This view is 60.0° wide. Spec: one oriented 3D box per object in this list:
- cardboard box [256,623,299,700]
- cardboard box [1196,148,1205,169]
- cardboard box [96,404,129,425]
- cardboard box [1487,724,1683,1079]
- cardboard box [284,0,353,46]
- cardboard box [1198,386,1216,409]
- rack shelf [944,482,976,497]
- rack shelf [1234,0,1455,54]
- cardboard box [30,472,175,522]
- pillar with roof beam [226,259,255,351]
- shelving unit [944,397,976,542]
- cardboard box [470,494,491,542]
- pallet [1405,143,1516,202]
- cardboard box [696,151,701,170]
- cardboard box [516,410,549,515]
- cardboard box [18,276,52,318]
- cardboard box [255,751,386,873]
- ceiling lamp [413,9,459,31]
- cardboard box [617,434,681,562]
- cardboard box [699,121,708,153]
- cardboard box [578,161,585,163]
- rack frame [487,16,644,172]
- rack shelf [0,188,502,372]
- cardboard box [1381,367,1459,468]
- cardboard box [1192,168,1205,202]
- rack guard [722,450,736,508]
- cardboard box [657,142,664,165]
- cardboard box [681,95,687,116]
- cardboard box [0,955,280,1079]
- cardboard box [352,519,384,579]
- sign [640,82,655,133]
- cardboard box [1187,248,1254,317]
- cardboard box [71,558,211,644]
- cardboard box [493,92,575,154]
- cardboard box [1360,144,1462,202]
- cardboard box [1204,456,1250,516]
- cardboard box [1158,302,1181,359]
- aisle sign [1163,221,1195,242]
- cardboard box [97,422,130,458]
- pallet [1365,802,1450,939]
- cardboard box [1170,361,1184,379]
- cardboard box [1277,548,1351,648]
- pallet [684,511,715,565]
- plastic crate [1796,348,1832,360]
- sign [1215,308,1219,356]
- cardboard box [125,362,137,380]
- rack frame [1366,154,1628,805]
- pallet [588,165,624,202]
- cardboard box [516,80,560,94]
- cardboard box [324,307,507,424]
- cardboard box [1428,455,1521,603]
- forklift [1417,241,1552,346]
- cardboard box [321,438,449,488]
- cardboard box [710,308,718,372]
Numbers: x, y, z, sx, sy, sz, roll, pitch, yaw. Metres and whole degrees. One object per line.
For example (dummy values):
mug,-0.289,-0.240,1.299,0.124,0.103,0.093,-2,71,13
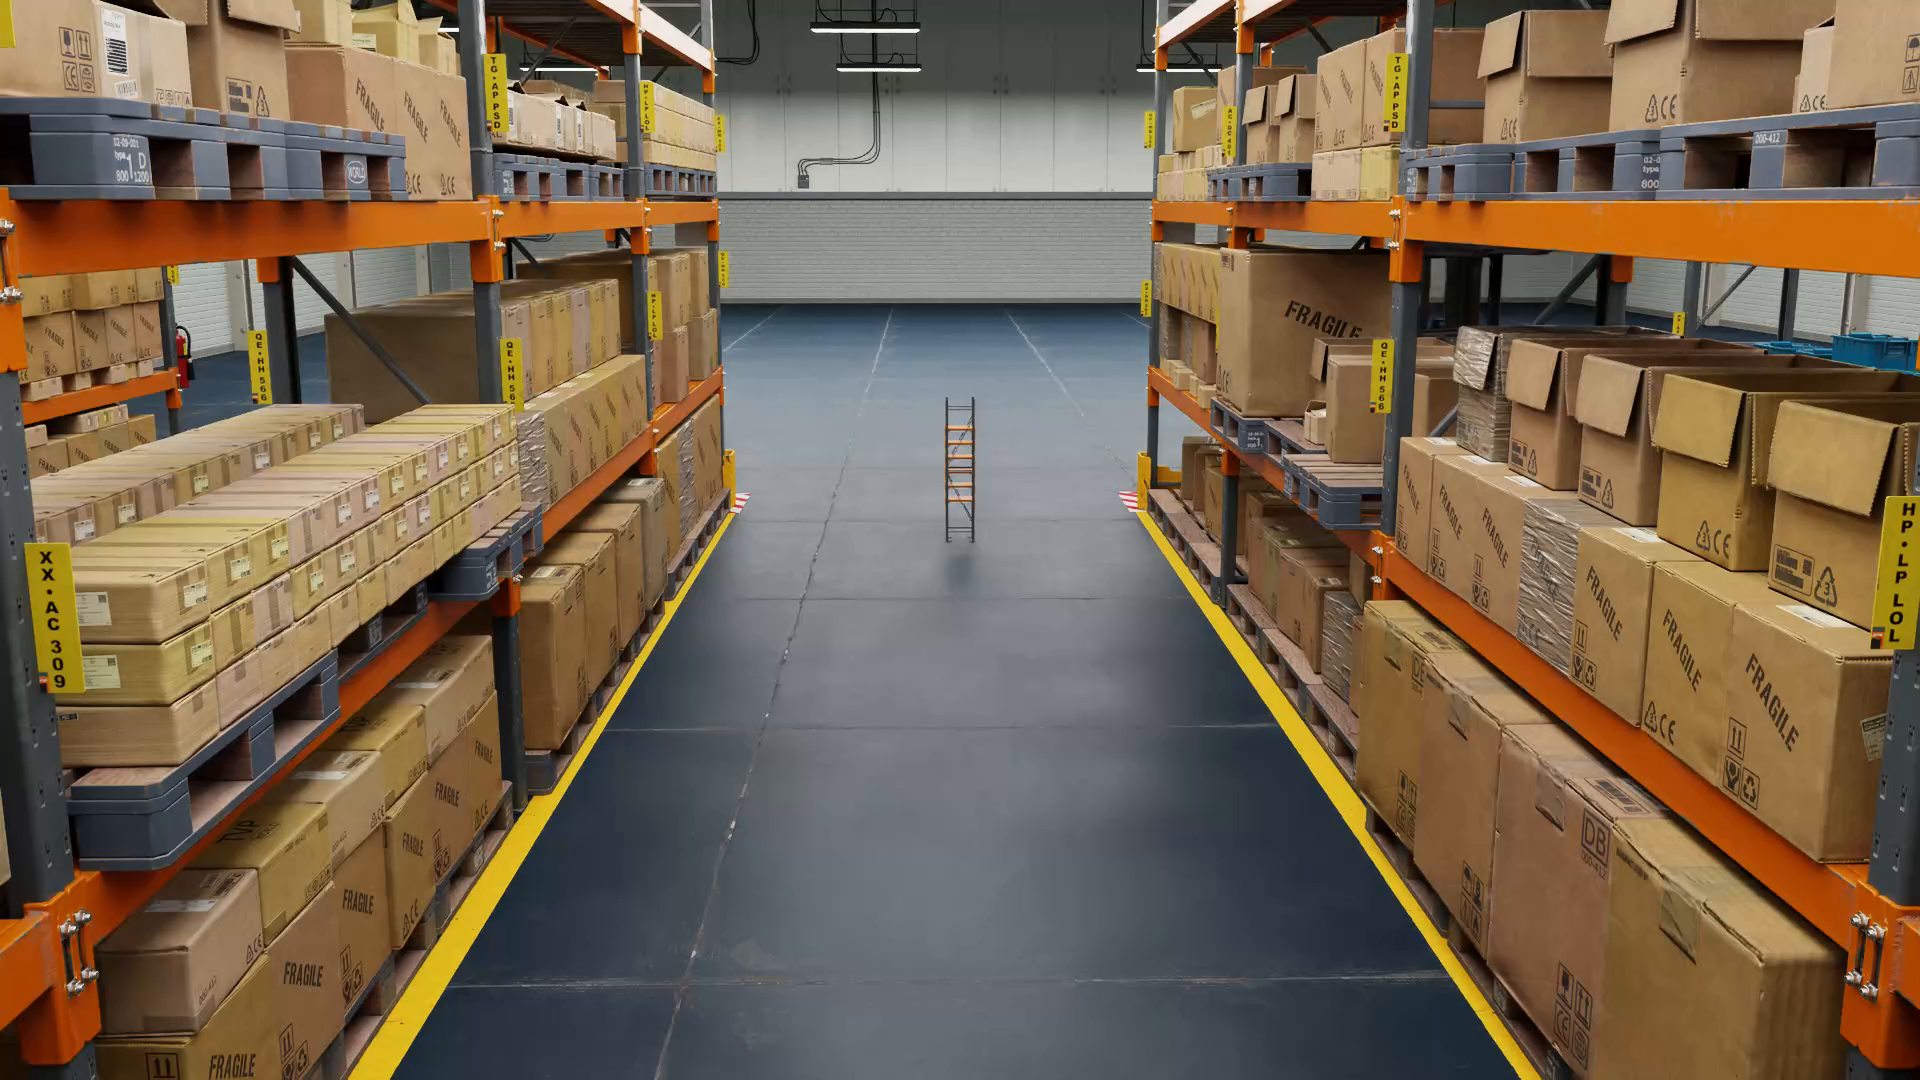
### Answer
cardboard box,-2.021,0.327,4.480,0.380,0.149,0.250,0,11,-1
cardboard box,2.008,-2.913,12.706,0.380,0.149,0.250,0,11,2
cardboard box,-7.303,-1.063,14.098,0.380,0.149,0.250,0,11,0
cardboard box,2.449,1.125,5.258,1.225,0.875,0.875,-1,11,-3
cardboard box,-2.227,-1.760,5.469,0.396,0.266,0.258,0,11,-1
cardboard box,1.980,-1.063,12.389,0.380,0.149,0.250,0,11,-1
rack shelf,0.000,-0.430,13.987,0.258,0.103,0.180,0,11,-1
rack shelf,2.377,-2.990,8.980,1.077,0.370,4.000,0,11,-1
cardboard box,-2.690,-0.118,5.175,0.380,0.149,0.250,-1,11,-4
pillar with roof beam,-9.572,-8.123,31.466,9.100,9.000,0.548,0,11,-1
shelving unit,0.000,-0.591,13.954,0.258,1.200,0.189,0,11,-1
cardboard box,-2.064,-0.087,6.518,0.380,0.149,0.250,0,11,0
pallet,2.485,-1.451,6.596,1.213,0.211,1.003,0,11,1
cardboard box,-2.341,-3.126,13.701,0.380,0.149,0.250,0,11,-2
cardboard box,-2.282,-0.340,7.940,0.500,0.500,0.500,0,11,-1
cardboard box,-7.336,-1.930,12.514,0.700,0.500,0.500,0,11,-2
cardboard box,-2.231,0.891,5.468,0.500,0.250,0.500,0,11,1
ceiling lamp,-9.107,-10.792,29.941,2.000,3.185,0.800,0,11,-1
cardboard box,-2.568,-0.286,12.211,0.875,0.875,0.875,0,11,0
cardboard box,-2.409,-3.393,14.014,0.500,0.250,0.500,0,11,-1
cardboard box,-2.970,-2.821,12.200,0.380,0.149,0.250,0,11,-1
rack frame,-2.625,-3.936,10.827,1.000,3.000,0.127,0,11,-1
rack shelf,-2.501,-0.921,5.318,1.077,0.370,4.000,0,11,-1
cardboard box,2.367,-0.563,7.982,0.500,0.500,0.500,-2,12,-8
cardboard box,2.049,-2.687,12.594,0.500,0.250,0.500,0,11,-2
rack guard,-2.708,-0.571,15.615,1.175,0.500,0.348,0,11,-1
cardboard box,-2.300,-2.723,11.716,0.380,0.149,0.250,0,11,-1
cardboard box,-2.324,-3.365,12.873,0.380,0.149,0.250,0,11,-1
cardboard box,-2.210,1.466,4.521,0.500,0.500,0.500,0,11,1
cardboard box,-2.040,0.025,5.219,0.380,0.149,0.250,0,11,-2
sign,-2.083,-2.878,11.063,0.100,0.325,0.005,0,11,-1
cardboard box,2.030,-1.968,12.701,0.500,0.500,0.500,0,11,-1
cardboard box,-2.008,0.140,3.904,0.380,0.149,0.250,0,11,2
cardboard box,-2.359,-2.228,8.871,0.500,0.311,0.500,0,11,-2
cardboard box,2.163,-1.691,7.683,0.500,0.250,0.500,0,11,-1
cardboard box,2.290,-0.405,13.740,0.500,0.500,0.500,1,11,4
cardboard box,2.237,-1.877,14.765,0.875,0.500,0.500,0,11,-1
aisle sign,1.952,-3.076,15.140,0.394,0.787,0.004,0,11,-1
cardboard box,-7.363,-0.714,14.010,0.500,0.500,0.500,0,11,1
pallet,2.359,1.323,7.009,1.003,0.211,1.213,0,11,-1
cardboard box,2.023,-1.461,14.350,0.380,0.149,0.250,0,11,-1
cardboard box,2.330,0.342,10.012,0.700,0.500,0.500,-1,12,-6
pallet,-2.591,-0.024,13.646,1.003,0.211,1.213,0,11,-1
plastic crate,7.522,-1.511,14.339,0.499,0.251,0.408,0,11,-1
sign,1.793,-1.417,11.320,0.100,0.325,0.005,0,11,-1
cardboard box,-7.333,-1.453,14.309,0.380,0.149,0.250,0,11,-2
rack frame,2.418,-0.201,7.506,1.000,3.000,0.127,0,11,-1
pallet,-2.557,-2.190,10.247,0.805,0.209,1.217,-1,11,-3
cardboard box,-2.952,-3.060,11.371,0.380,0.149,0.250,0,11,-2
cardboard box,-2.542,-0.829,7.835,0.700,0.500,0.500,0,11,-1
cardboard box,2.169,-0.050,6.509,0.500,0.500,0.500,-1,11,-3
forklift,4.856,-1.824,15.679,1.130,2.935,3.031,-7,13,-31
cardboard box,-2.057,-0.276,5.957,0.380,0.149,0.250,0,11,-1
cardboard box,-2.655,-1.791,14.965,0.875,0.550,0.550,0,11,-1
